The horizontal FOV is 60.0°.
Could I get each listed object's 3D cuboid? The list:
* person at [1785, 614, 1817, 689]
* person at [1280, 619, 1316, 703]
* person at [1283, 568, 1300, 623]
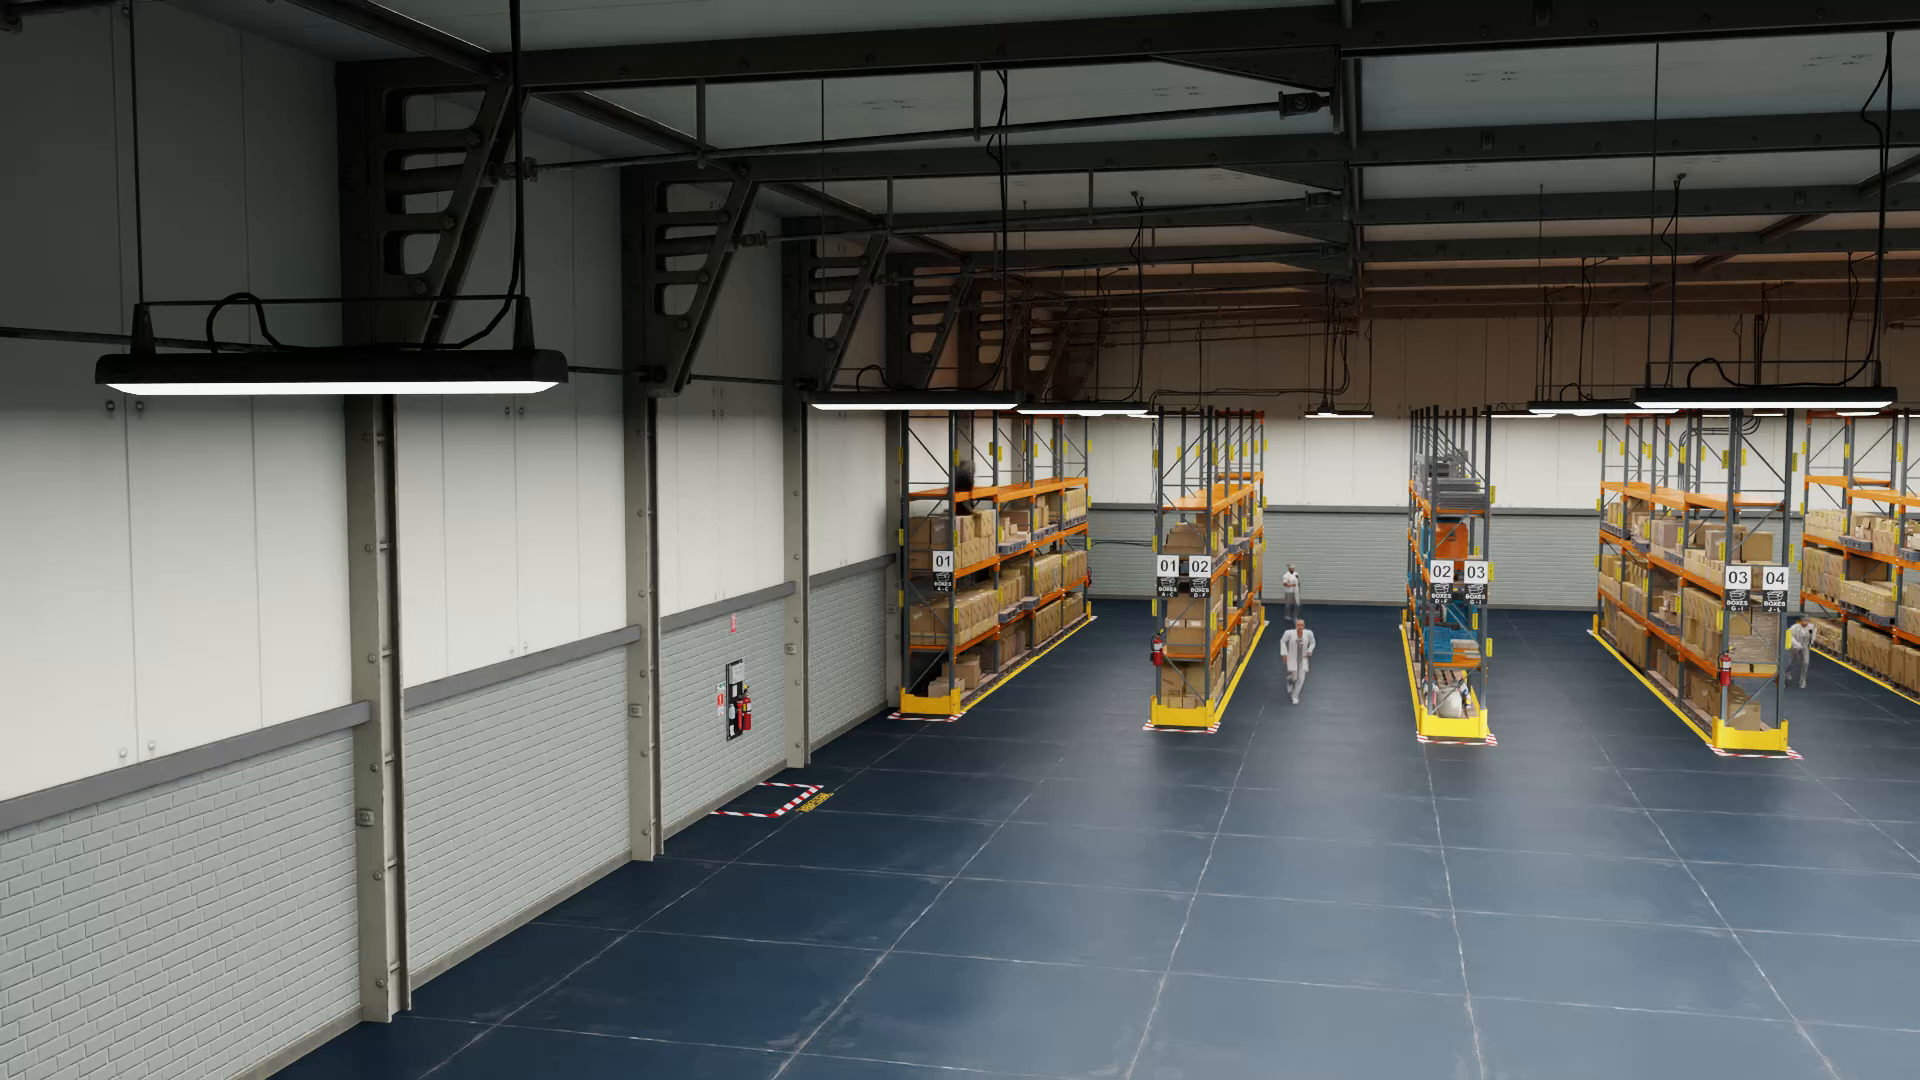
[{"bbox_3d":[18.129,2.366,35.953,0.657,1.630,0.982,0,4,1],"label":"person"},{"bbox_3d":[6.879,2.444,33.915,0.687,1.716,0.758,0,4,-7],"label":"person"},{"bbox_3d":[9.408,1.535,47.227,0.550,1.689,0.783,-1,4,-10],"label":"person"}]
